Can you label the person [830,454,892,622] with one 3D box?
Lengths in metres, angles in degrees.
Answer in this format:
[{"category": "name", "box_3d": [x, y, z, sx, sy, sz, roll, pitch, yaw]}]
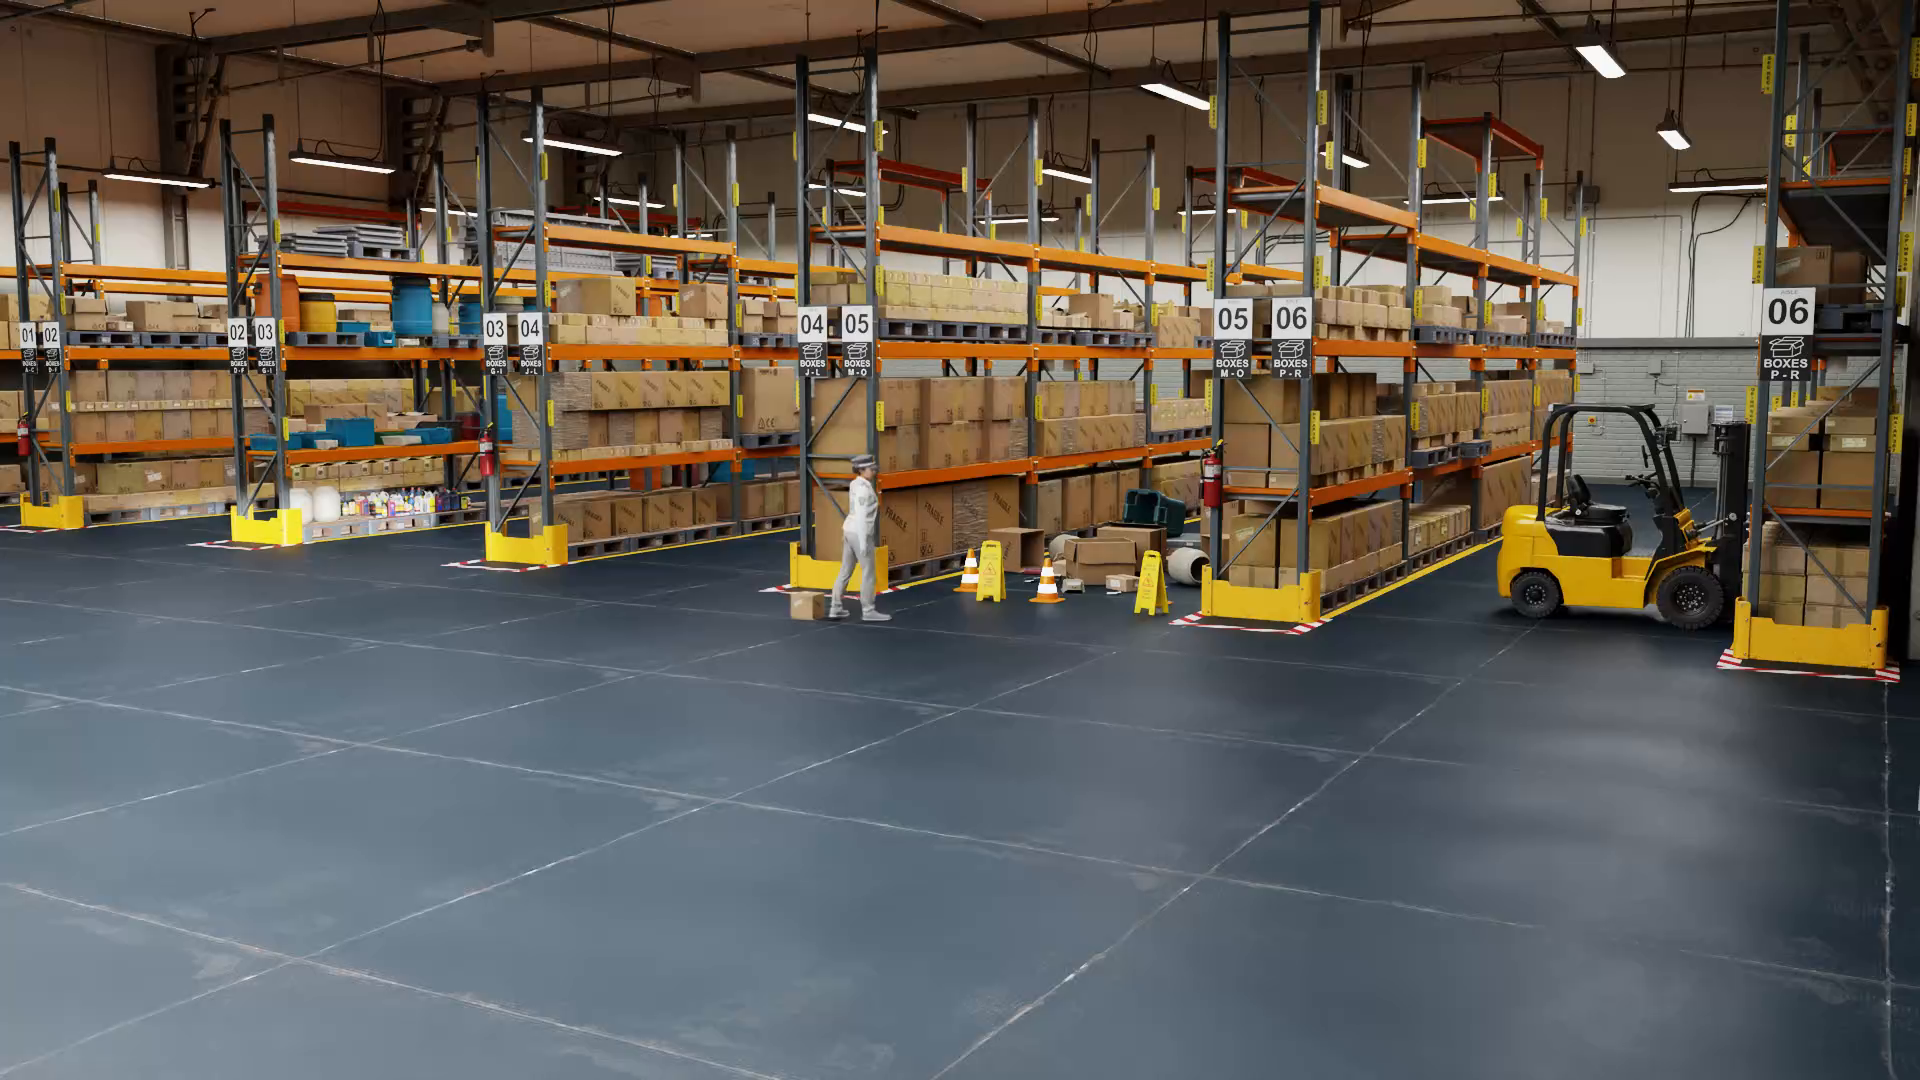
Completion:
[{"category": "person", "box_3d": [-0.998, -0.023, 16.530, 0.590, 1.665, 0.507, -2, 6, -18]}]
